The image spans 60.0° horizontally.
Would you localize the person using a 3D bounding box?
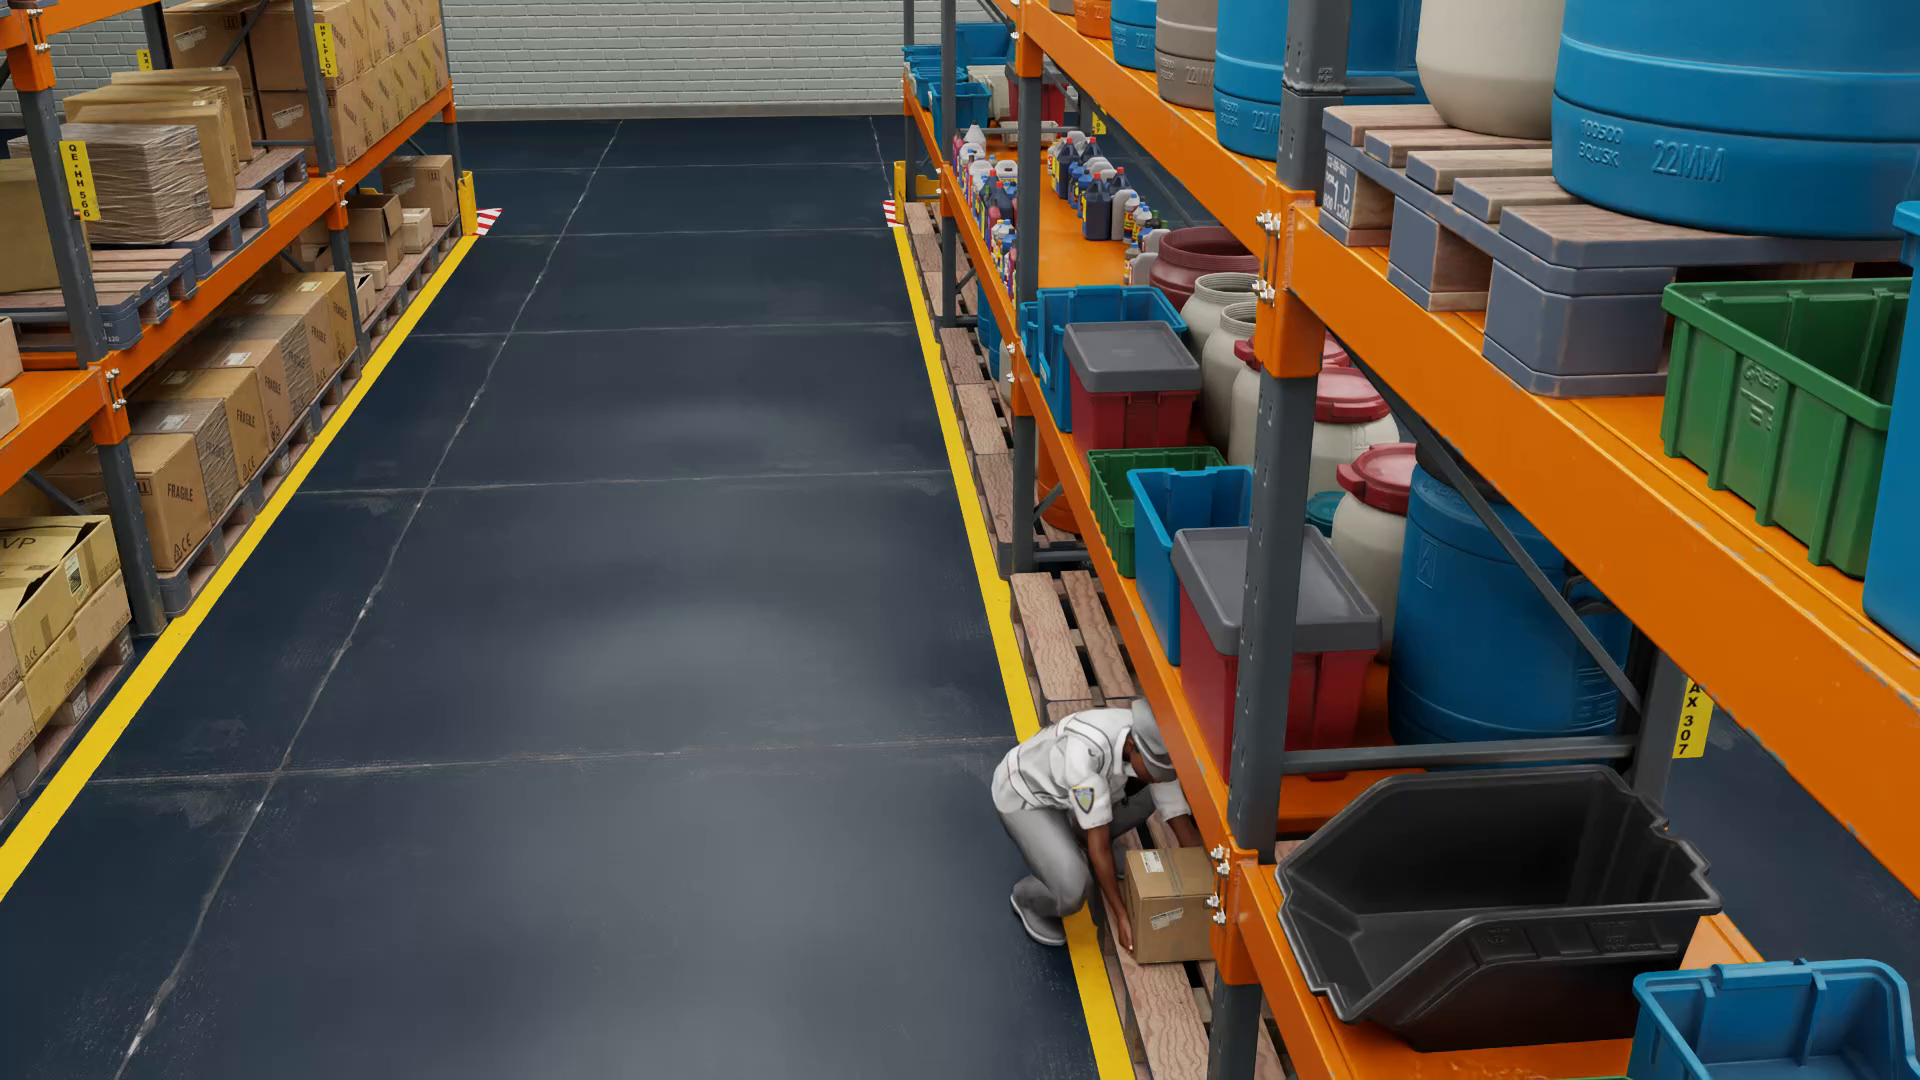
[{"bbox_3d":[0.481,0.908,5.408,0.468,0.985,0.936,-14,27,-28],"label":"person"}]
